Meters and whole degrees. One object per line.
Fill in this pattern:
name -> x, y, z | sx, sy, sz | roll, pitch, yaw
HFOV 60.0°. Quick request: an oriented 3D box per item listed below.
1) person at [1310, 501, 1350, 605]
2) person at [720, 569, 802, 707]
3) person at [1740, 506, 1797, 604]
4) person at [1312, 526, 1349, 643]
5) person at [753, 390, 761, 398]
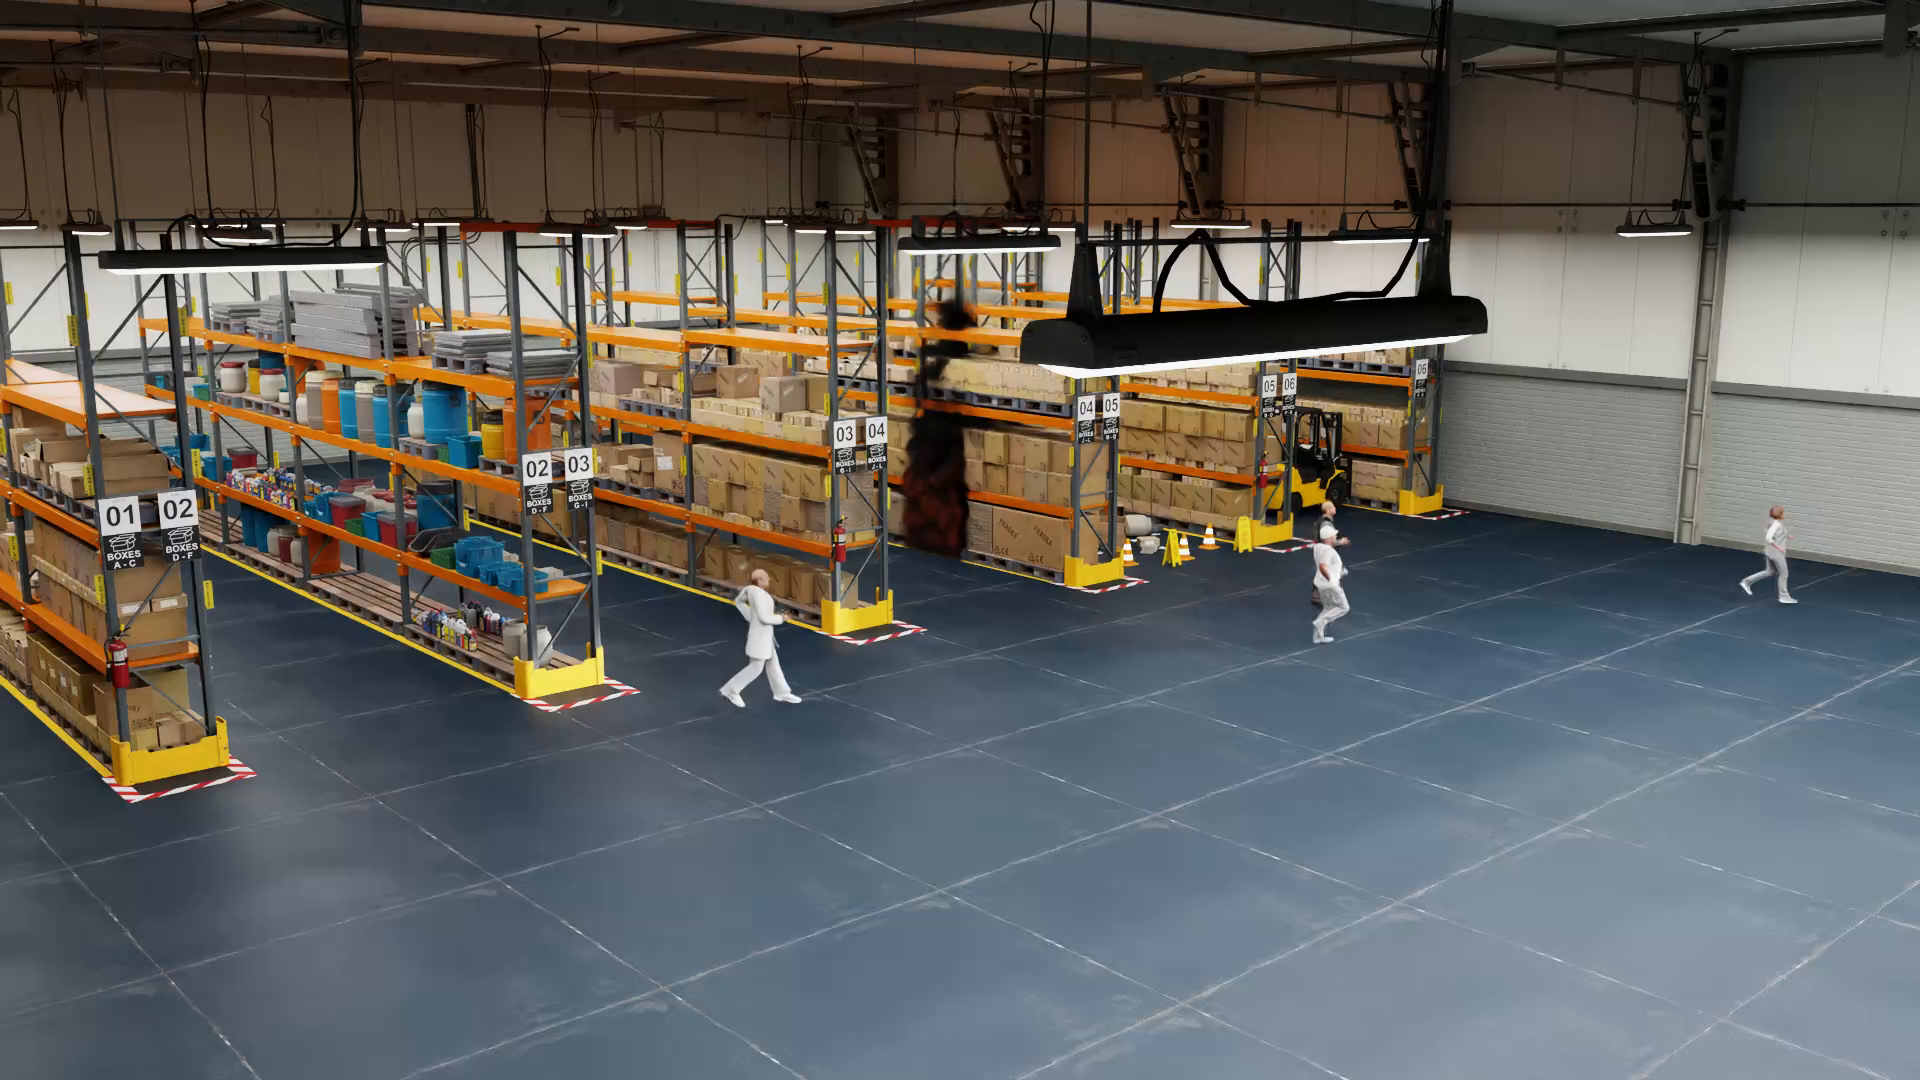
person -> 5.914, 0.211, 26.543 | 0.596, 1.679, 0.644 | 2, 12, 10
person -> -2.534, 1.247, 21.056 | 1.055, 1.791, 0.724 | -3, 12, -14
person -> 13.052, 0.225, 26.696 | 0.864, 1.575, 0.545 | 2, 12, 12
person -> 5.406, 0.651, 24.234 | 0.585, 1.738, 0.677 | -2, 12, -8
person -> -5.494, -3.411, 44.300 | 0.948, 1.750, 0.758 | -4, 12, -19
